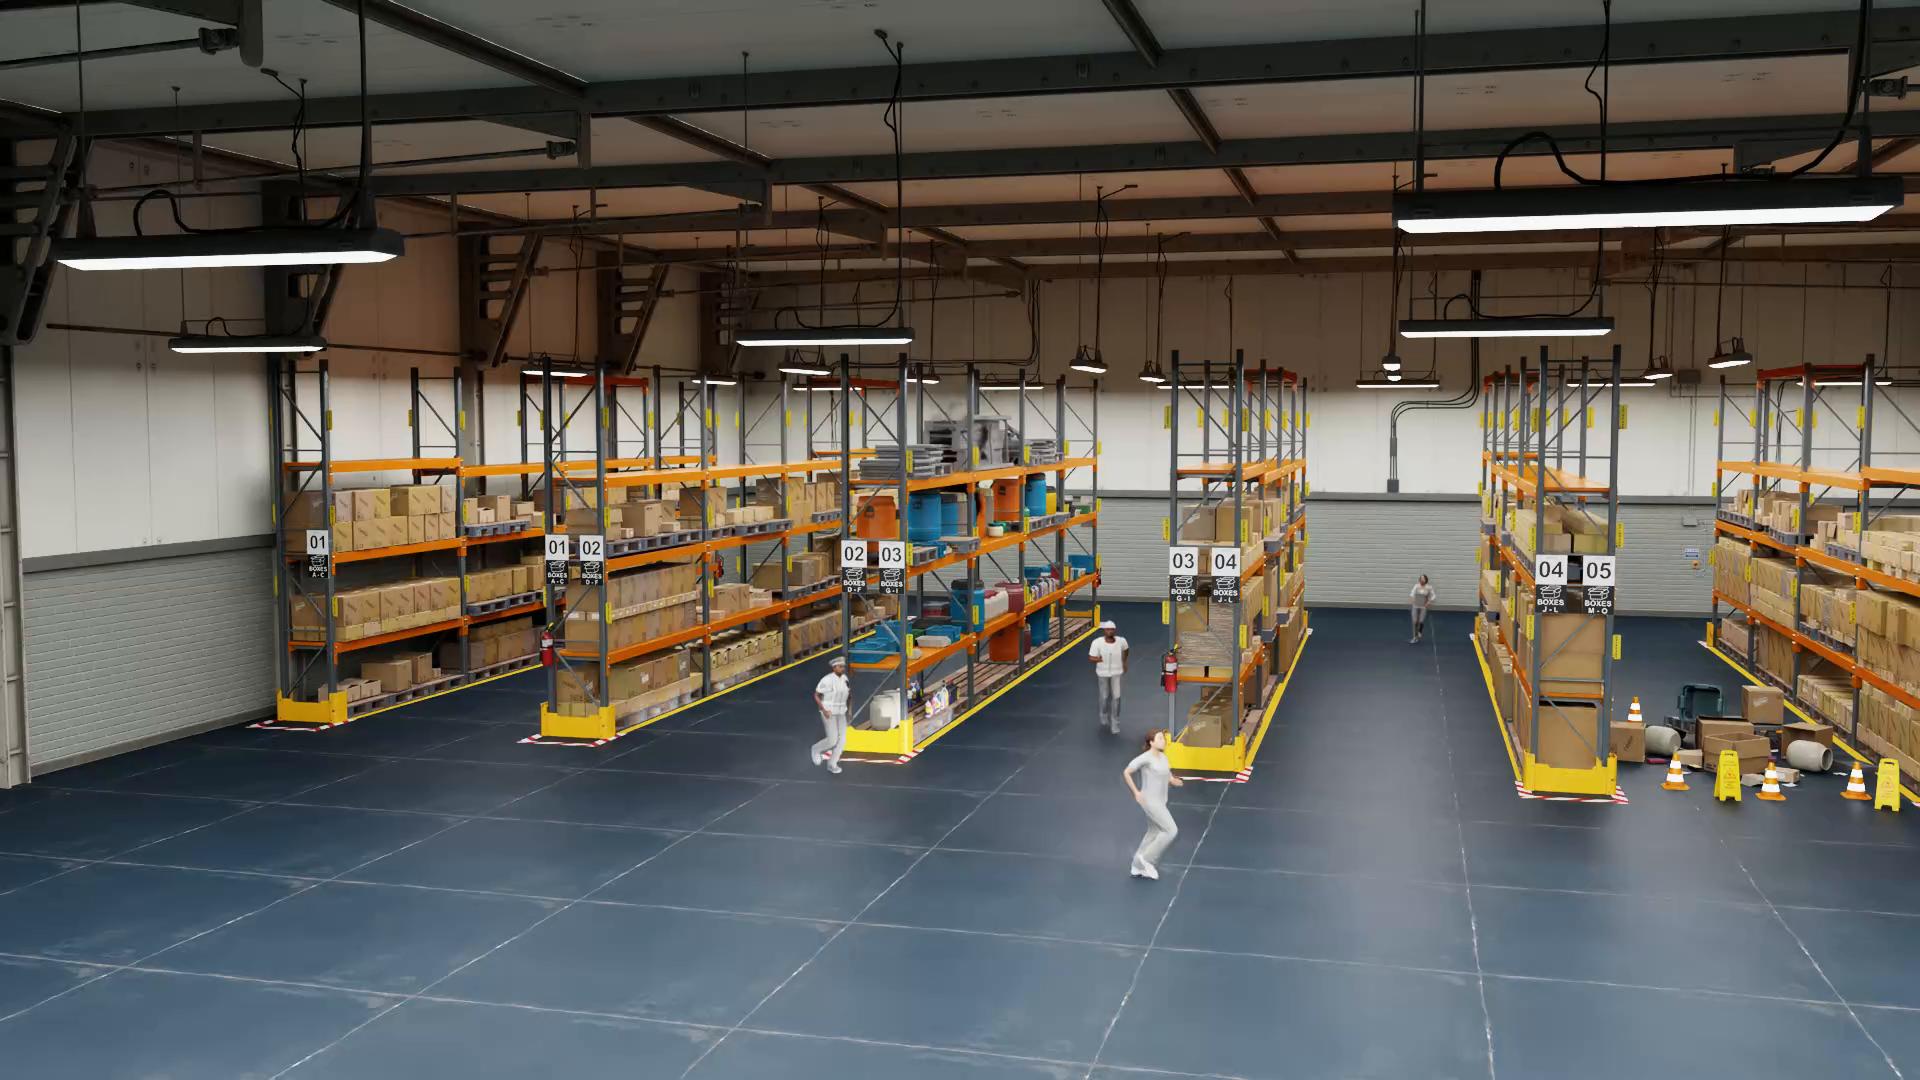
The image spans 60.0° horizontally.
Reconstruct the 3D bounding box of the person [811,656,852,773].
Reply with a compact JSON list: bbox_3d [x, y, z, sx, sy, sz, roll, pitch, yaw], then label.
[{"bbox_3d":[-1.824,2.474,23.811,0.623,1.653,0.512,-4,6,-43],"label":"person"}]

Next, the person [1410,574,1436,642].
[{"bbox_3d":[10.367,1.542,37.367,0.549,1.552,0.556,2,5,28],"label":"person"}]

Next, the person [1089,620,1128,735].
[{"bbox_3d":[2.399,2.193,26.790,0.635,1.815,0.841,0,4,4],"label":"person"}]

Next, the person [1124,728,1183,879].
[{"bbox_3d":[2.140,2.863,18.072,0.611,1.637,0.551,3,5,32],"label":"person"}]
